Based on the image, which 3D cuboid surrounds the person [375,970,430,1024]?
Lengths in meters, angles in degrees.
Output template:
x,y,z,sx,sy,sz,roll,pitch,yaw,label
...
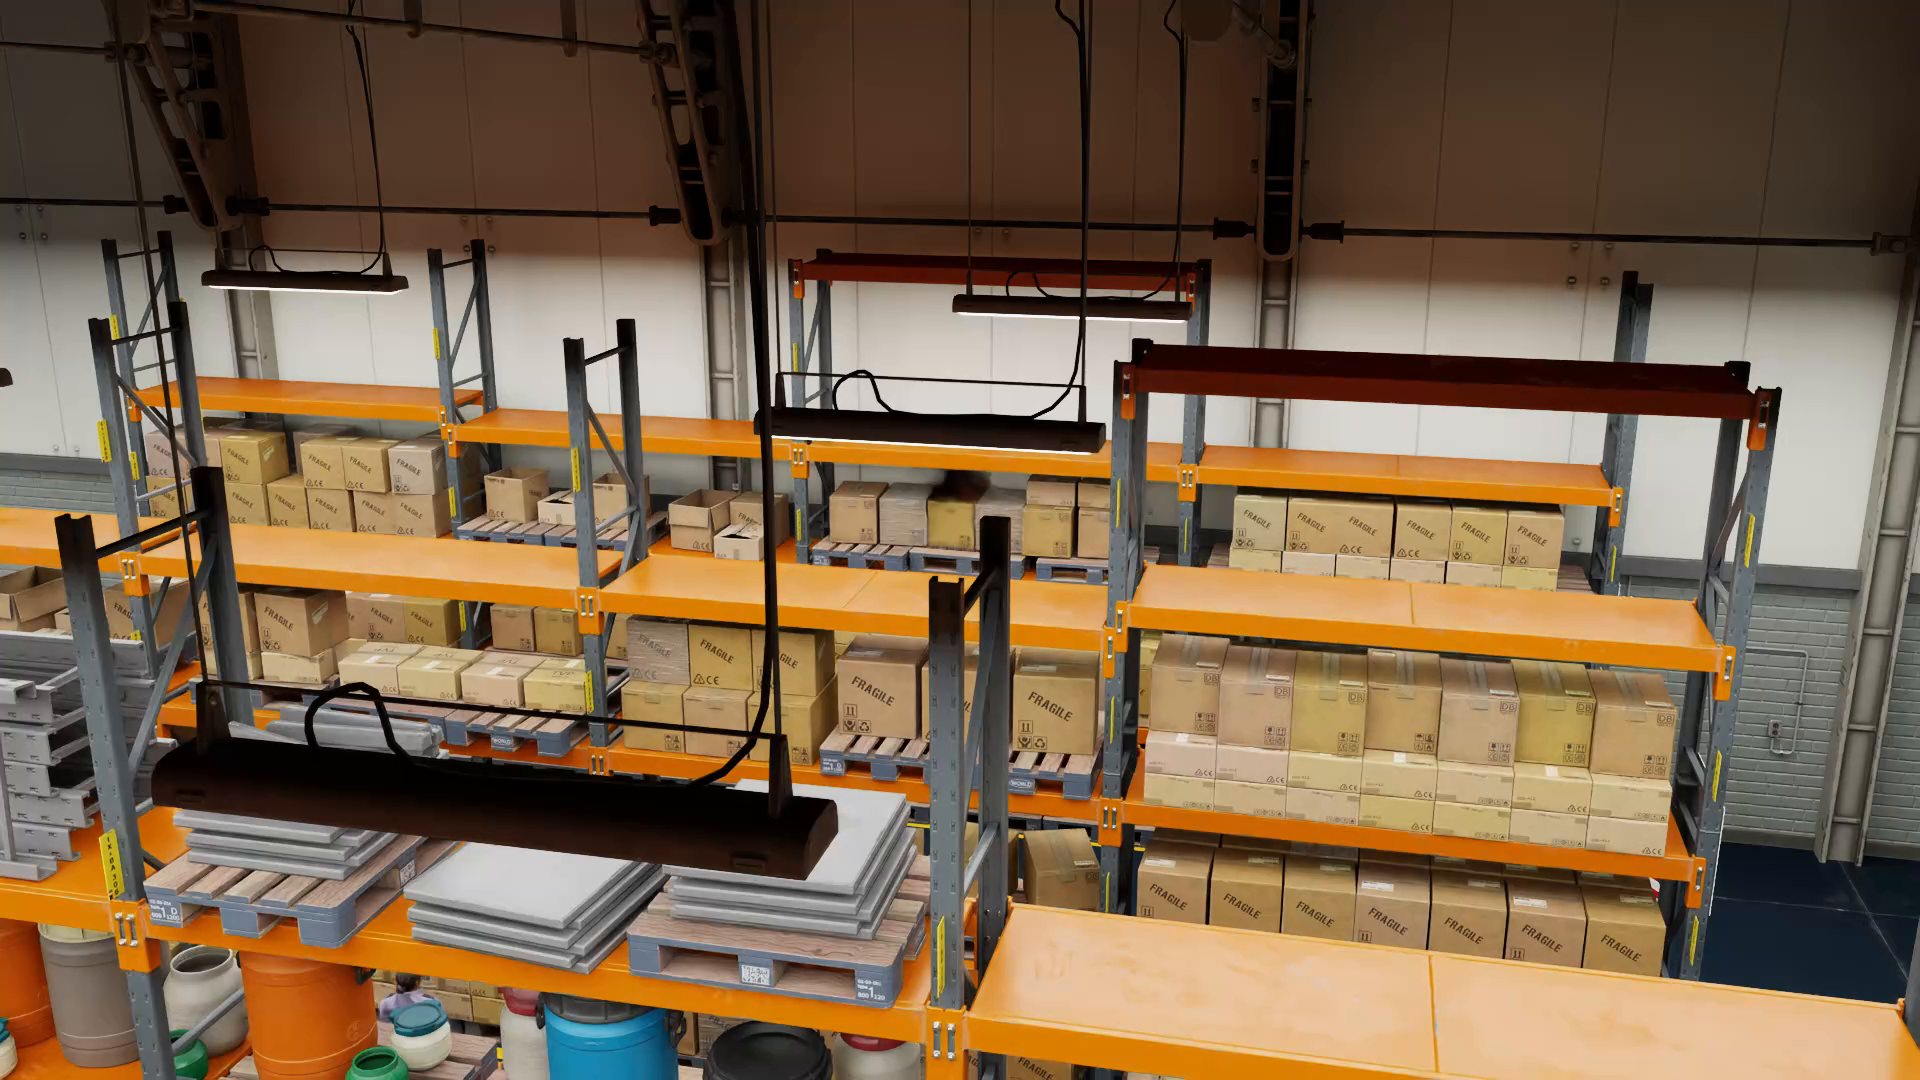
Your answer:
x,y,z,sx,sy,sz,roll,pitch,yaw,label
-4.058,3.858,12.296,0.507,1.648,0.408,-8,18,-25,person
